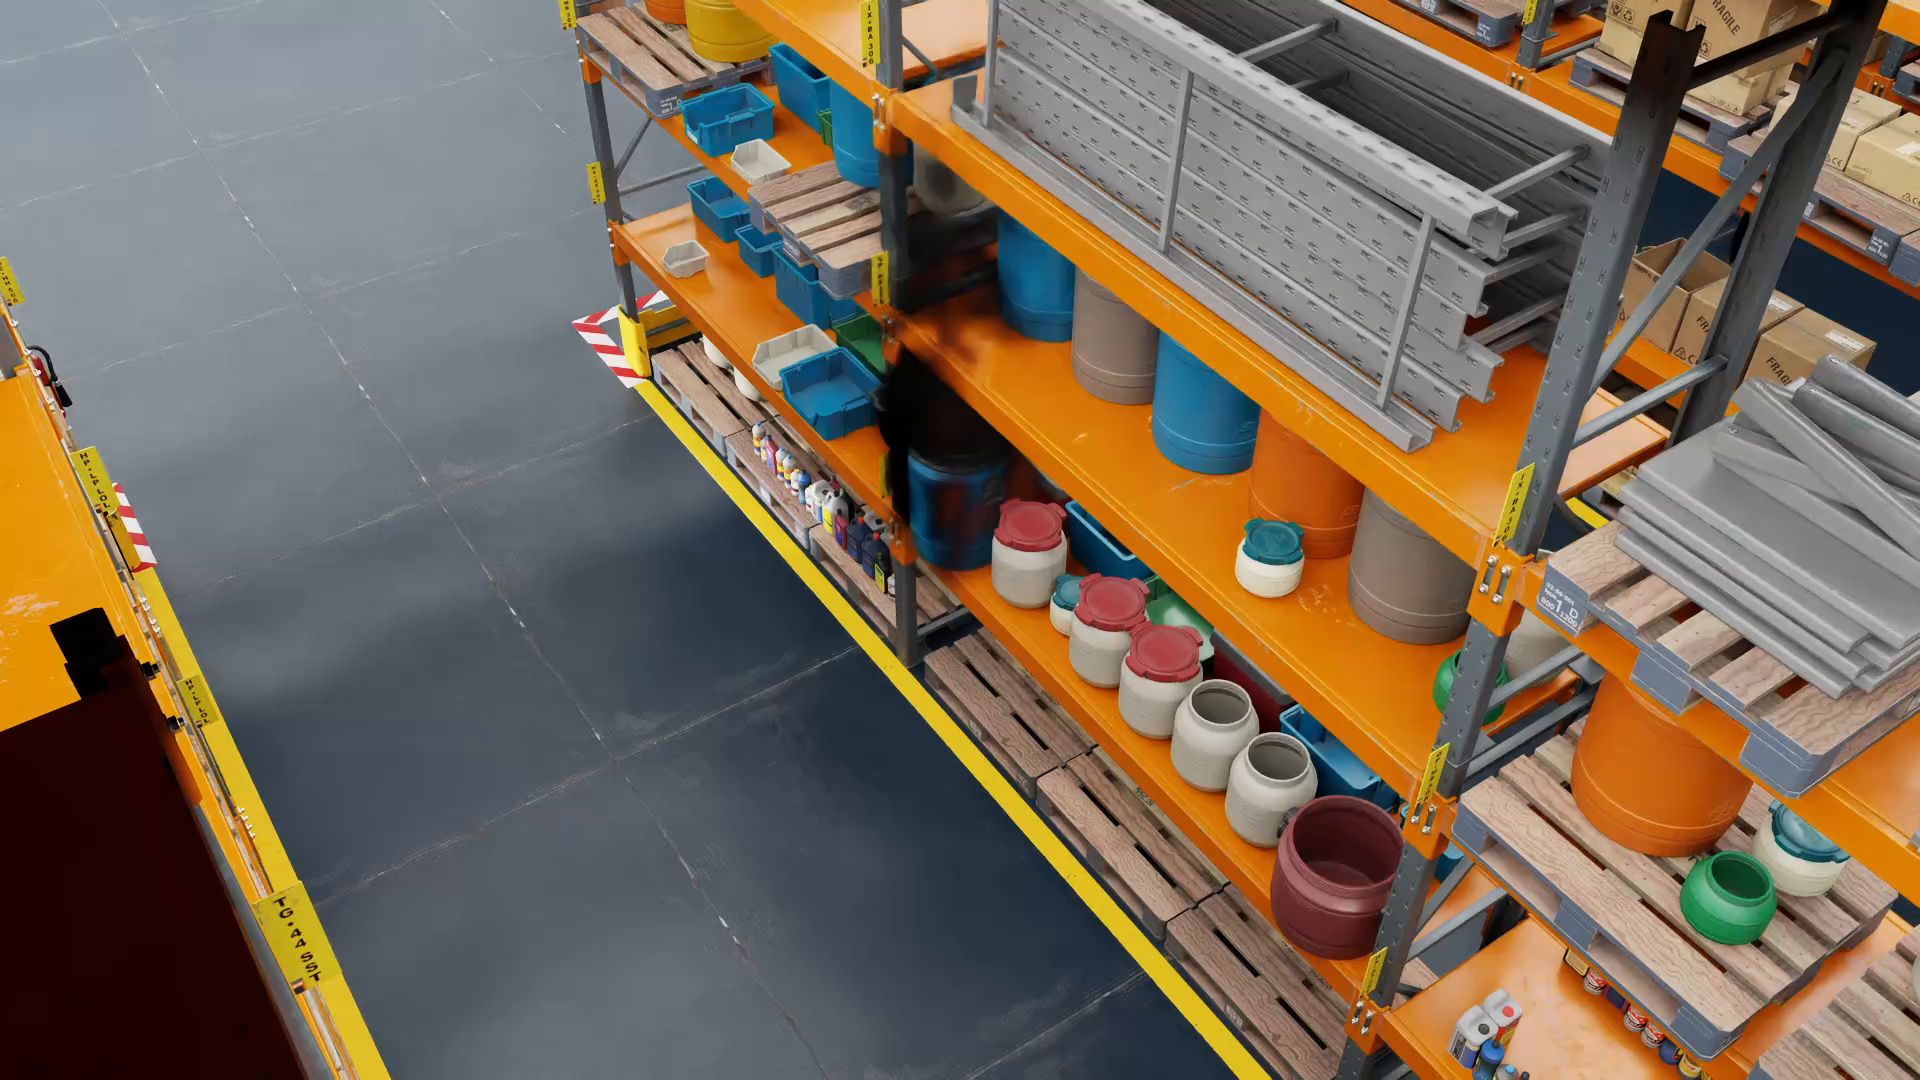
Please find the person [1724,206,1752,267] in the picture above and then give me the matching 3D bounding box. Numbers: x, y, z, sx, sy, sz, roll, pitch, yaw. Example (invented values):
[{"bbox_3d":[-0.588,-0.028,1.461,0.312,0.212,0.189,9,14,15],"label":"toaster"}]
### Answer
[{"bbox_3d":[6.077,-2.094,12.788,0.635,1.767,0.756,-26,49,-26],"label":"person"}]
